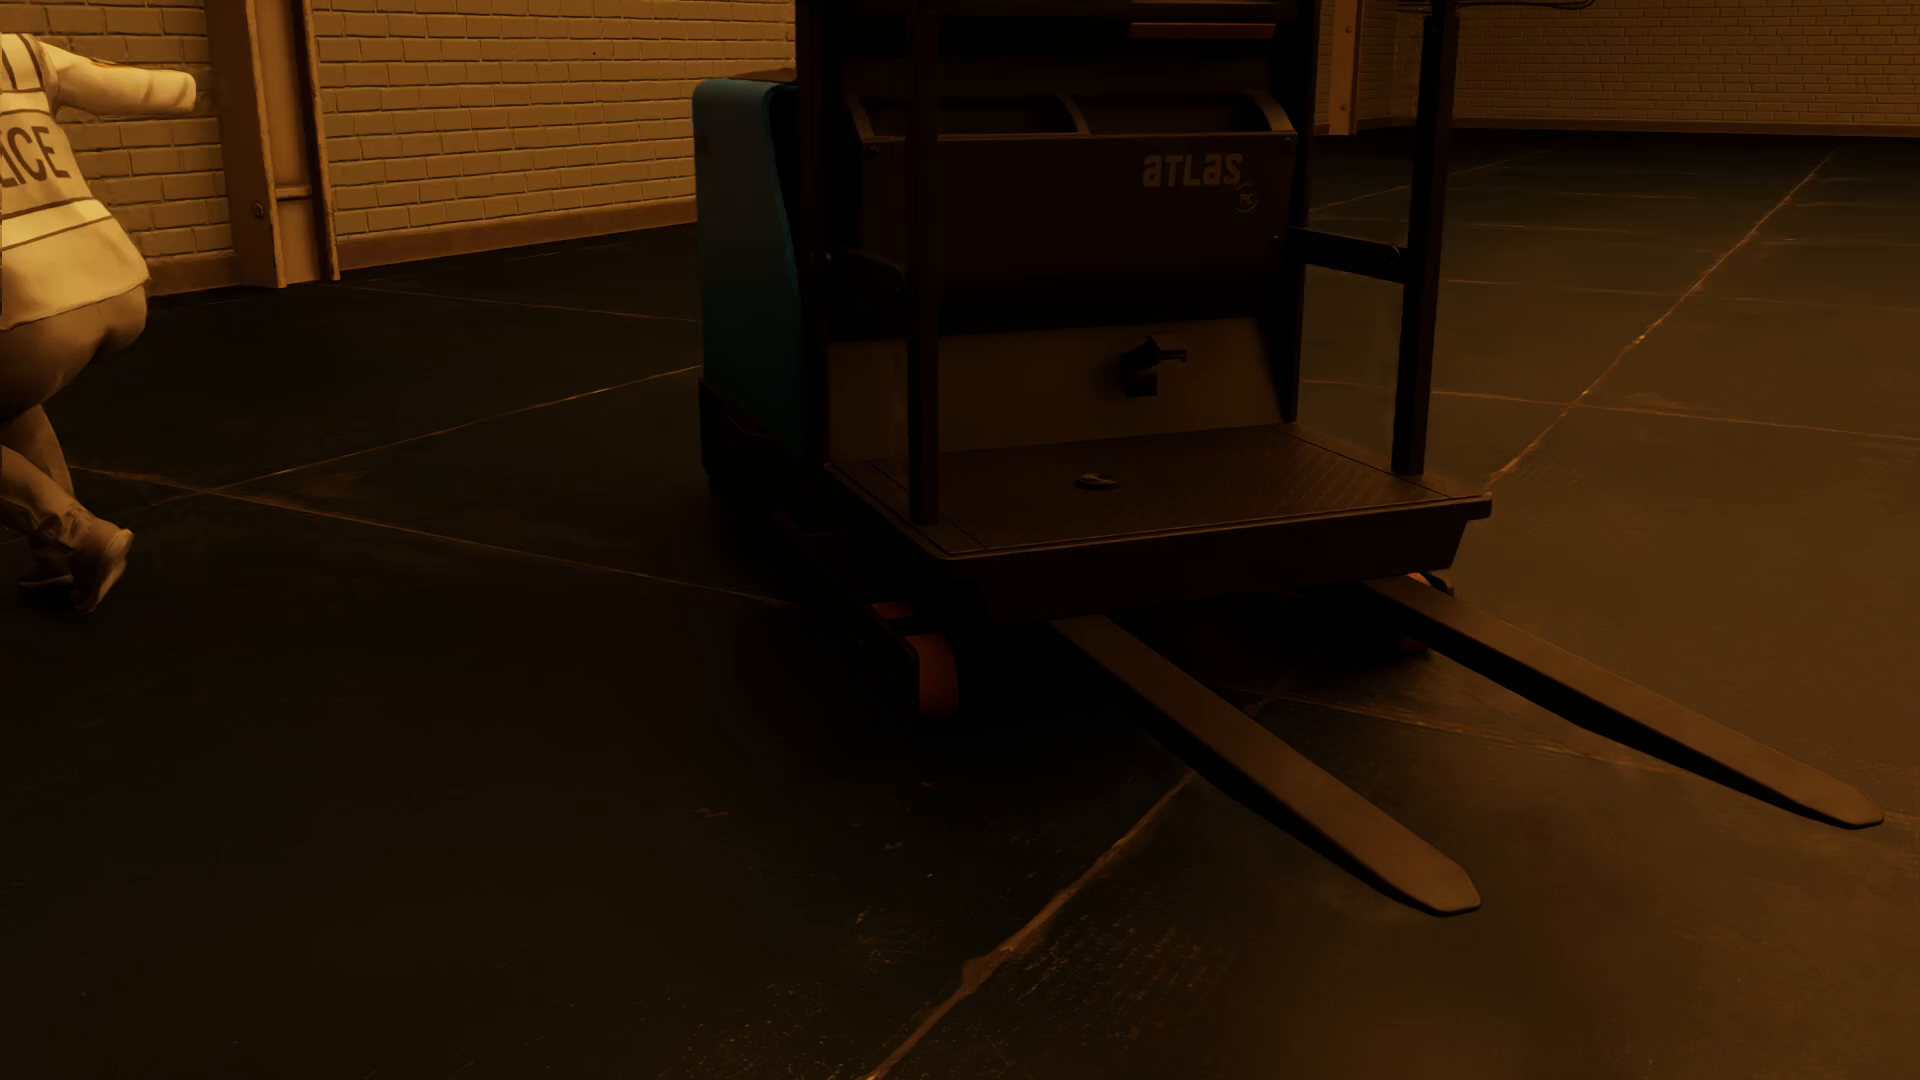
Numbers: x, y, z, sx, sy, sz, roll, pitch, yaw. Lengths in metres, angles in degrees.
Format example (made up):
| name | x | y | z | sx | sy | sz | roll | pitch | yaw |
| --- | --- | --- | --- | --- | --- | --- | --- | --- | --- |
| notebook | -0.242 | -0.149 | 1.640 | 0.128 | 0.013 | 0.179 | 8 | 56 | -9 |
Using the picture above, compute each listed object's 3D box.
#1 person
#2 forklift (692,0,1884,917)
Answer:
| name | x | y | z | sx | sy | sz | roll | pitch | yaw |
| --- | --- | --- | --- | --- | --- | --- | --- | --- | --- |
| person | -2.026 | -0.541 | 3.428 | 0.945 | 1.399 | 0.708 | 9 | 19 | 28 |
| forklift | 0.305 | -1.211 | 2.964 | 1.130 | 2.935 | 3.031 | -6 | 17 | -20 |
